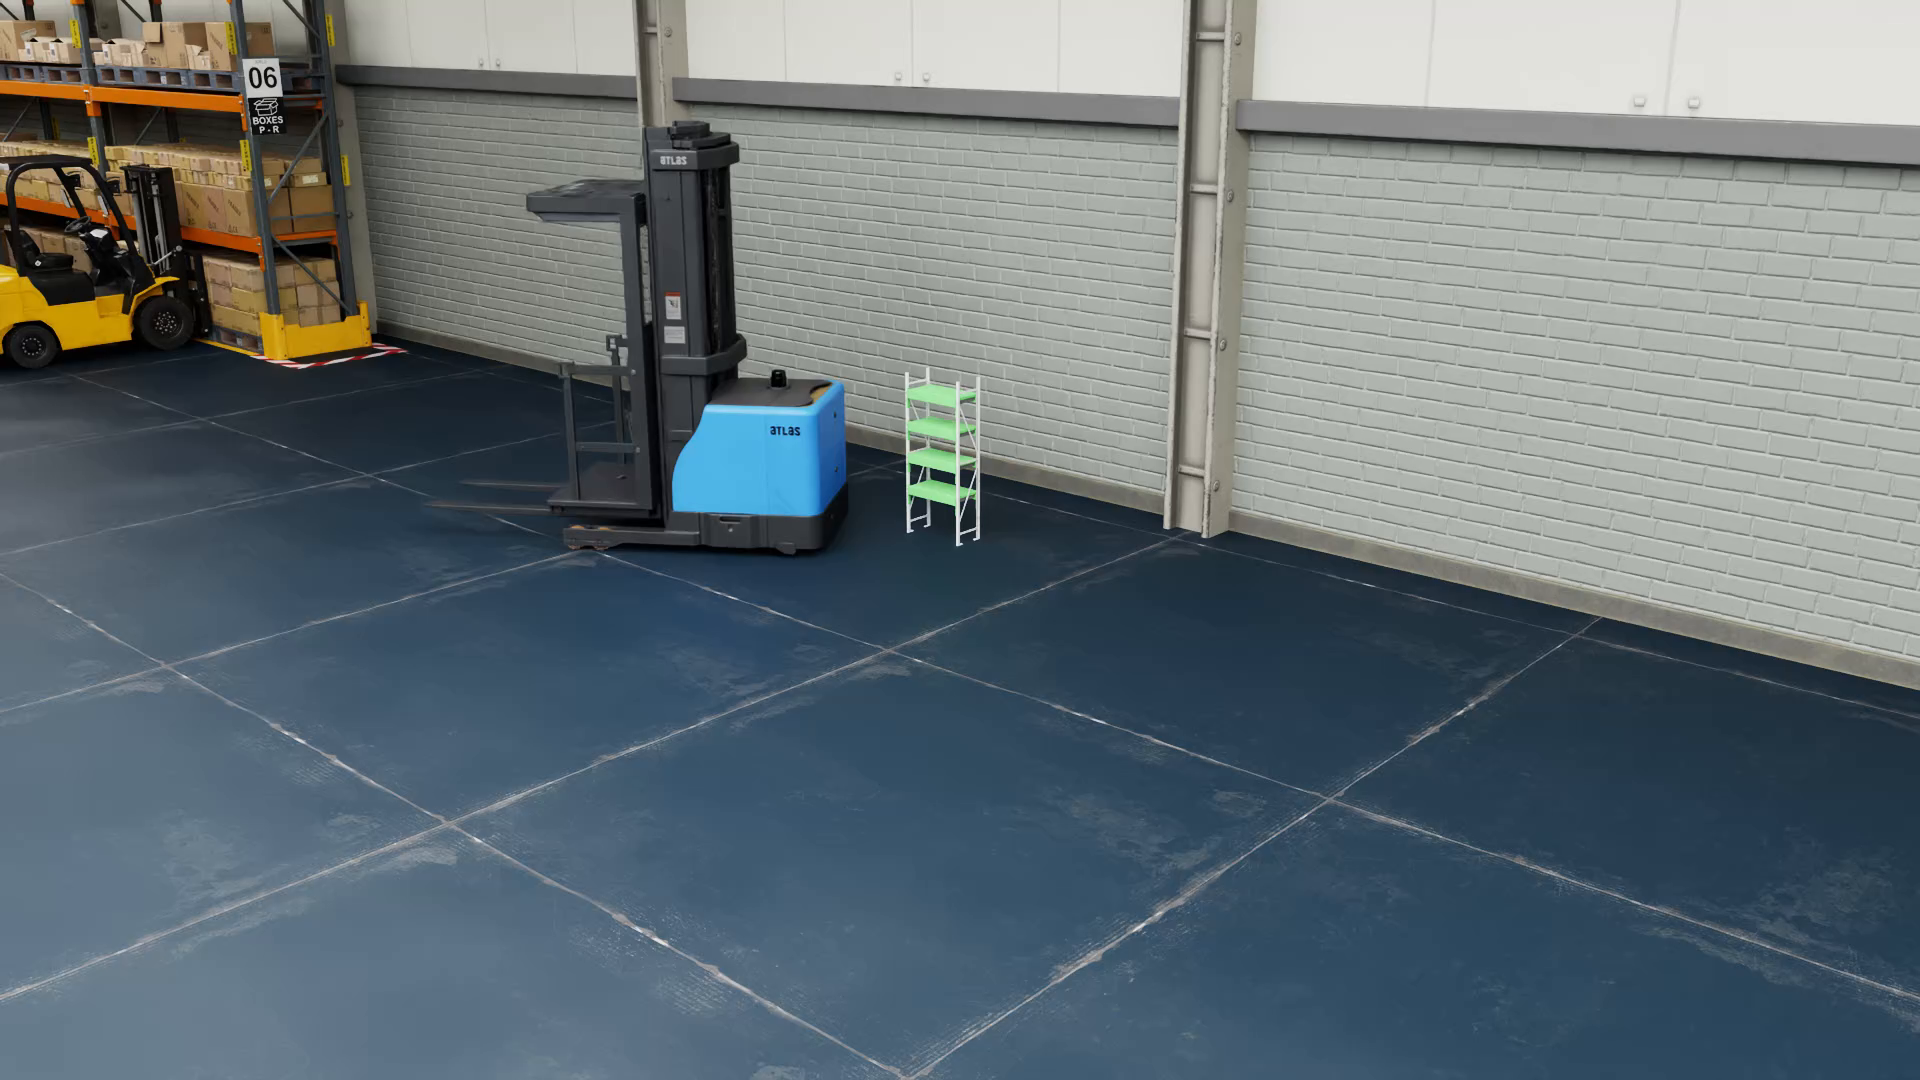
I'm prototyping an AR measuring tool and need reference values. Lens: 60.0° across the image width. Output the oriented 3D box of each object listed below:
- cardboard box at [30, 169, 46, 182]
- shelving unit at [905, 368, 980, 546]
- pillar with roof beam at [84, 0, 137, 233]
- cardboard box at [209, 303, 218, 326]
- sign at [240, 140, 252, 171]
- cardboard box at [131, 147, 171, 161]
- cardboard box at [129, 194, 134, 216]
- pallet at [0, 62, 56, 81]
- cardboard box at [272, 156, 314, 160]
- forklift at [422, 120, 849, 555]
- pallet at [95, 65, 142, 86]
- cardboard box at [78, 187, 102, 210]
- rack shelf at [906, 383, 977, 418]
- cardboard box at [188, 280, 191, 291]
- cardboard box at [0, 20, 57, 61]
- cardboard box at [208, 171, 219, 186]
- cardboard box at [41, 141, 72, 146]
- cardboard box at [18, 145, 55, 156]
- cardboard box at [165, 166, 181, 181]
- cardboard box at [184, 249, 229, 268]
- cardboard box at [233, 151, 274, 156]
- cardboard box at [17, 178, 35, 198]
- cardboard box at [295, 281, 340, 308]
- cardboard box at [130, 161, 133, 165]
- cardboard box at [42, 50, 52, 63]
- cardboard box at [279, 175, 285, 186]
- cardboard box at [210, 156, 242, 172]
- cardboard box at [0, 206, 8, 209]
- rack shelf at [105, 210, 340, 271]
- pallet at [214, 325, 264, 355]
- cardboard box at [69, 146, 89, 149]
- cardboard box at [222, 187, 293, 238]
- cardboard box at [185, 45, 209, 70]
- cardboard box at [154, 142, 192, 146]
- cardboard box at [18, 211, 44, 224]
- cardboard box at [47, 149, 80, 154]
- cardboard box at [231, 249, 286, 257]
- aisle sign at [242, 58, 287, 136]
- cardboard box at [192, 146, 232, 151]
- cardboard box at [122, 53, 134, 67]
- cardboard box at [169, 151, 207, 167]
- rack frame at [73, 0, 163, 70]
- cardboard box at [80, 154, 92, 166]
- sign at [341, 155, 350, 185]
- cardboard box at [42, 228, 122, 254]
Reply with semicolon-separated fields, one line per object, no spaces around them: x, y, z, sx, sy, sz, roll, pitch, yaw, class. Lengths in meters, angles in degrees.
-11.953;-4.903;22.025;0.500;0.250;0.500;15;23;40;cardboard box
-0.124;-0.605;12.035;0.503;1.200;0.258;15;23;39;shelving unit
-14.558;-7.015;19.341;0.400;9.000;9.100;15;23;39;pillar with roof beam
-8.586;-2.698;19.507;0.500;0.250;0.500;15;23;40;cardboard box
-7.661;-4.126;17.849;0.005;0.325;0.100;15;23;39;sign
-9.789;-4.671;20.142;0.250;0.149;0.380;14;23;38;cardboard box
-9.723;-4.183;20.169;0.500;0.500;0.500;16;23;40;cardboard box
-12.707;-6.411;22.709;1.003;0.211;1.213;16;24;42;pallet
-7.557;-4.263;18.858;0.250;0.149;0.380;16;24;41;cardboard box
-2.399;-1.478;11.924;3.031;2.935;1.130;2;18;8;forklift
-9.627;-5.607;20.007;1.213;0.211;1.003;15;23;39;pallet
-10.833;-4.355;21.124;0.500;0.250;0.500;16;23;40;cardboard box
-0.124;-1.002;11.909;0.480;0.148;0.258;15;23;39;rack shelf
-9.002;-3.040;19.756;0.500;0.250;0.500;15;23;39;cardboard box
-12.450;-6.634;22.072;0.500;0.500;0.700;14;23;38;cardboard box
-8.278;-4.107;18.858;0.250;0.149;0.380;15;23;39;cardboard box
-12.474;-5.432;23.032;0.250;0.149;0.380;15;23;39;cardboard box
-12.410;-5.222;22.368;0.250;0.149;0.380;15;23;40;cardboard box
-9.075;-4.303;19.474;0.250;0.149;0.380;14;23;38;cardboard box
-8.986;-3.273;19.665;0.500;0.250;0.500;14;23;38;cardboard box
-8.300;-4.481;19.544;0.250;0.149;0.380;14;23;38;cardboard box
-12.342;-4.768;22.425;0.500;0.250;0.500;14;22;38;cardboard box
-7.505;-2.851;19.161;0.500;0.250;0.500;16;23;40;cardboard box
-9.811;-4.520;20.159;0.250;0.149;0.380;15;23;39;cardboard box
-11.307;-6.095;20.954;0.250;0.149;0.380;15;23;39;cardboard box
-7.599;-4.100;18.835;0.250;0.149;0.380;15;23;39;cardboard box
-8.254;-4.260;18.847;0.250;0.149;0.380;15;23;40;cardboard box
-14.460;-4.928;25.048;0.250;0.149;0.380;15;23;40;cardboard box
-8.787;-3.640;19.812;4.000;0.370;1.077;15;23;39;rack shelf
-7.891;-2.397;19.314;1.213;0.211;1.003;15;23;39;pallet
-11.736;-5.221;22.367;0.250;0.149;0.380;16;24;41;cardboard box
-7.833;-3.669;18.547;0.500;0.500;0.500;14;23;38;cardboard box
-8.302;-5.344;18.394;0.258;0.266;0.396;15;23;39;cardboard box
-9.843;-4.888;20.824;0.250;0.149;0.380;15;23;39;cardboard box
-13.638;-4.740;24.455;0.250;0.149;0.380;16;24;41;cardboard box
-11.661;-5.010;21.701;0.250;0.149;0.380;15;23;40;cardboard box
-8.268;-3.289;19.716;0.500;0.250;0.500;15;23;39;cardboard box
-7.437;-4.741;17.794;0.004;0.787;0.394;15;23;39;aisle sign
-9.067;-4.685;20.186;0.250;0.149;0.380;15;23;38;cardboard box
-9.574;-5.629;19.488;0.250;0.149;0.380;16;24;41;cardboard box
-9.027;-4.465;19.494;0.250;0.149;0.380;15;23;39;cardboard box
-10.283;-7.244;20.061;0.127;3.000;1.000;15;23;39;rack frame
-10.890;-4.808;21.064;0.250;0.149;0.380;15;23;38;cardboard box
-6.918;-4.156;18.687;0.005;0.325;0.100;15;23;39;sign
-11.819;-3.863;22.557;0.625;0.625;0.875;14;22;37;cardboard box
